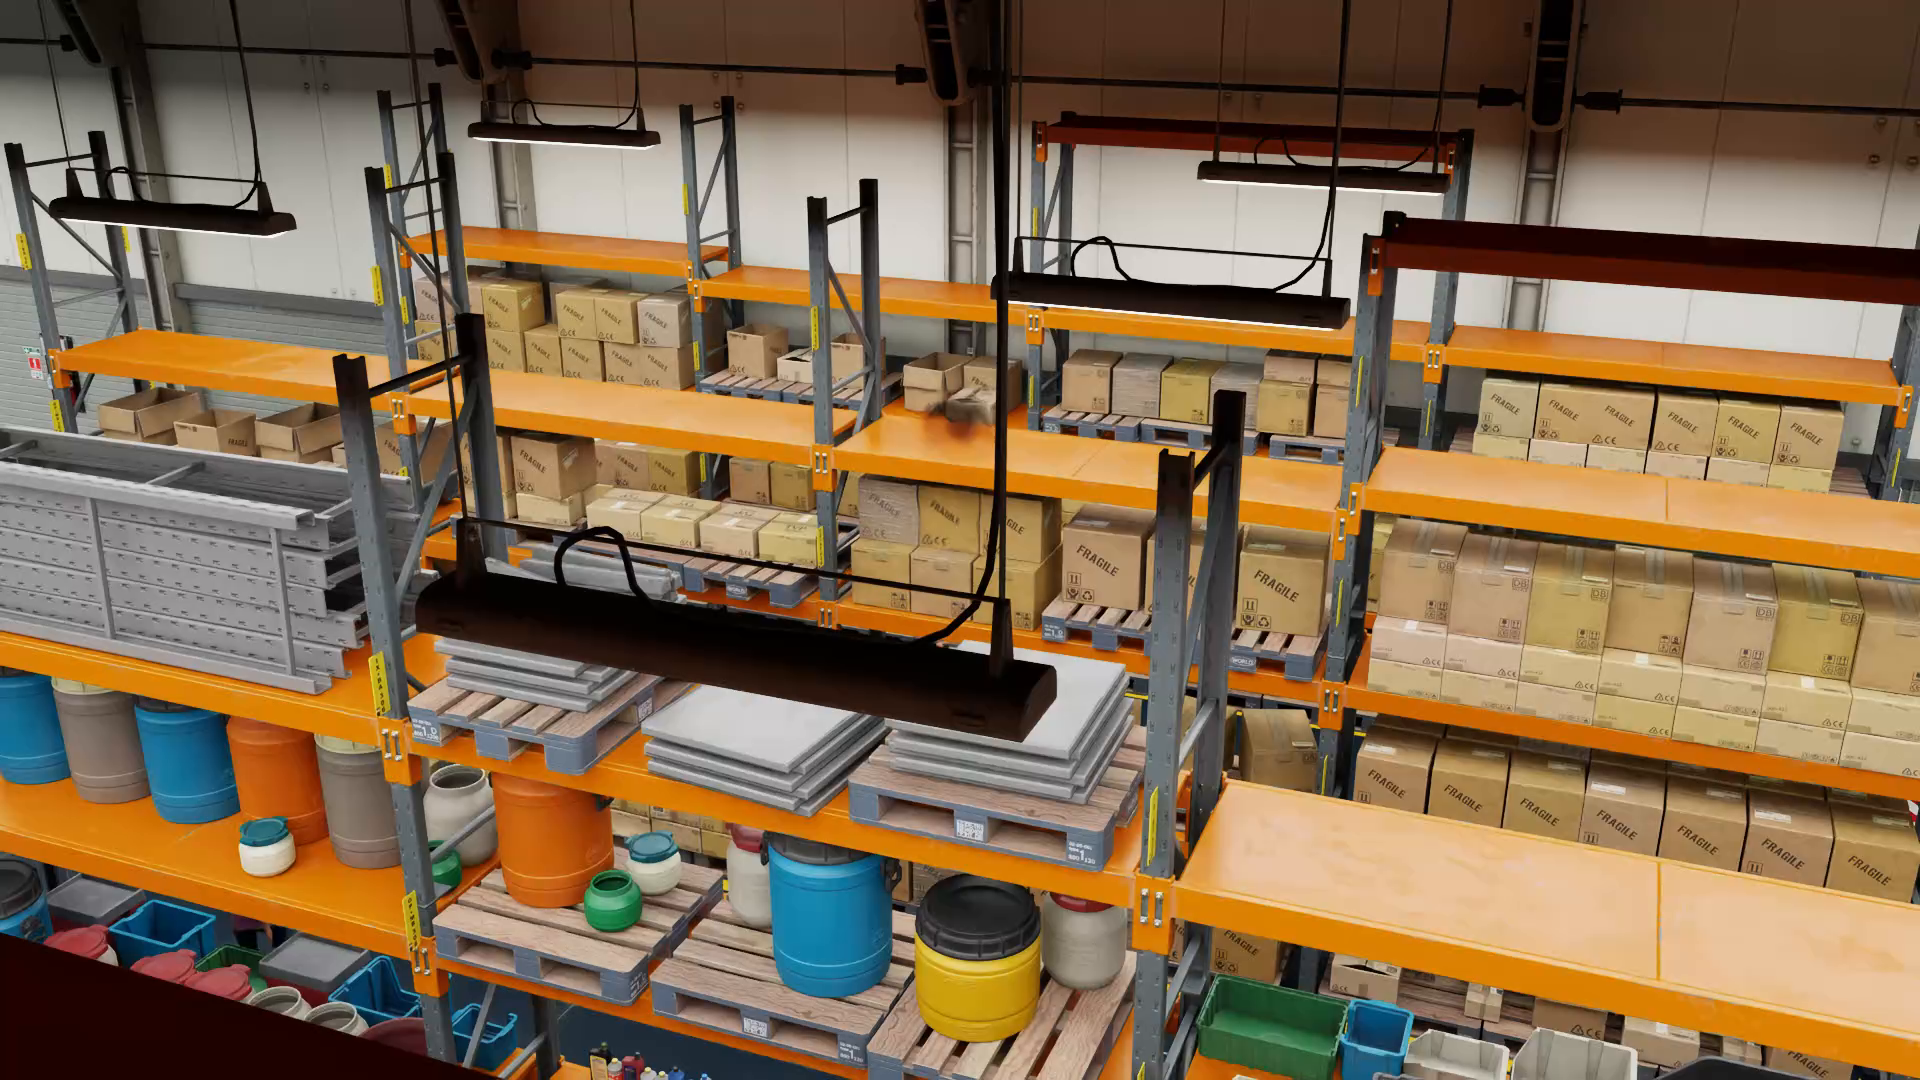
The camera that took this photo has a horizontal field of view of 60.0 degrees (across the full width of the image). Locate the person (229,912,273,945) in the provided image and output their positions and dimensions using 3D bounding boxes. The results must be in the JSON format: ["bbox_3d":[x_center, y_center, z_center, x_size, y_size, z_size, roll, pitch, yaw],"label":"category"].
[{"bbox_3d":[-5.374,2.592,12.493,0.430,0.926,0.439,-5,21,-13],"label":"person"}]

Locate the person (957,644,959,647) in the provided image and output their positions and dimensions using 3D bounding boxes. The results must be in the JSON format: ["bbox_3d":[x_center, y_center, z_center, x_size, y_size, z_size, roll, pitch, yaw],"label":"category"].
[{"bbox_3d":[0.167,1.017,17.184,0.515,1.673,0.467,19,28,41],"label":"person"}]
